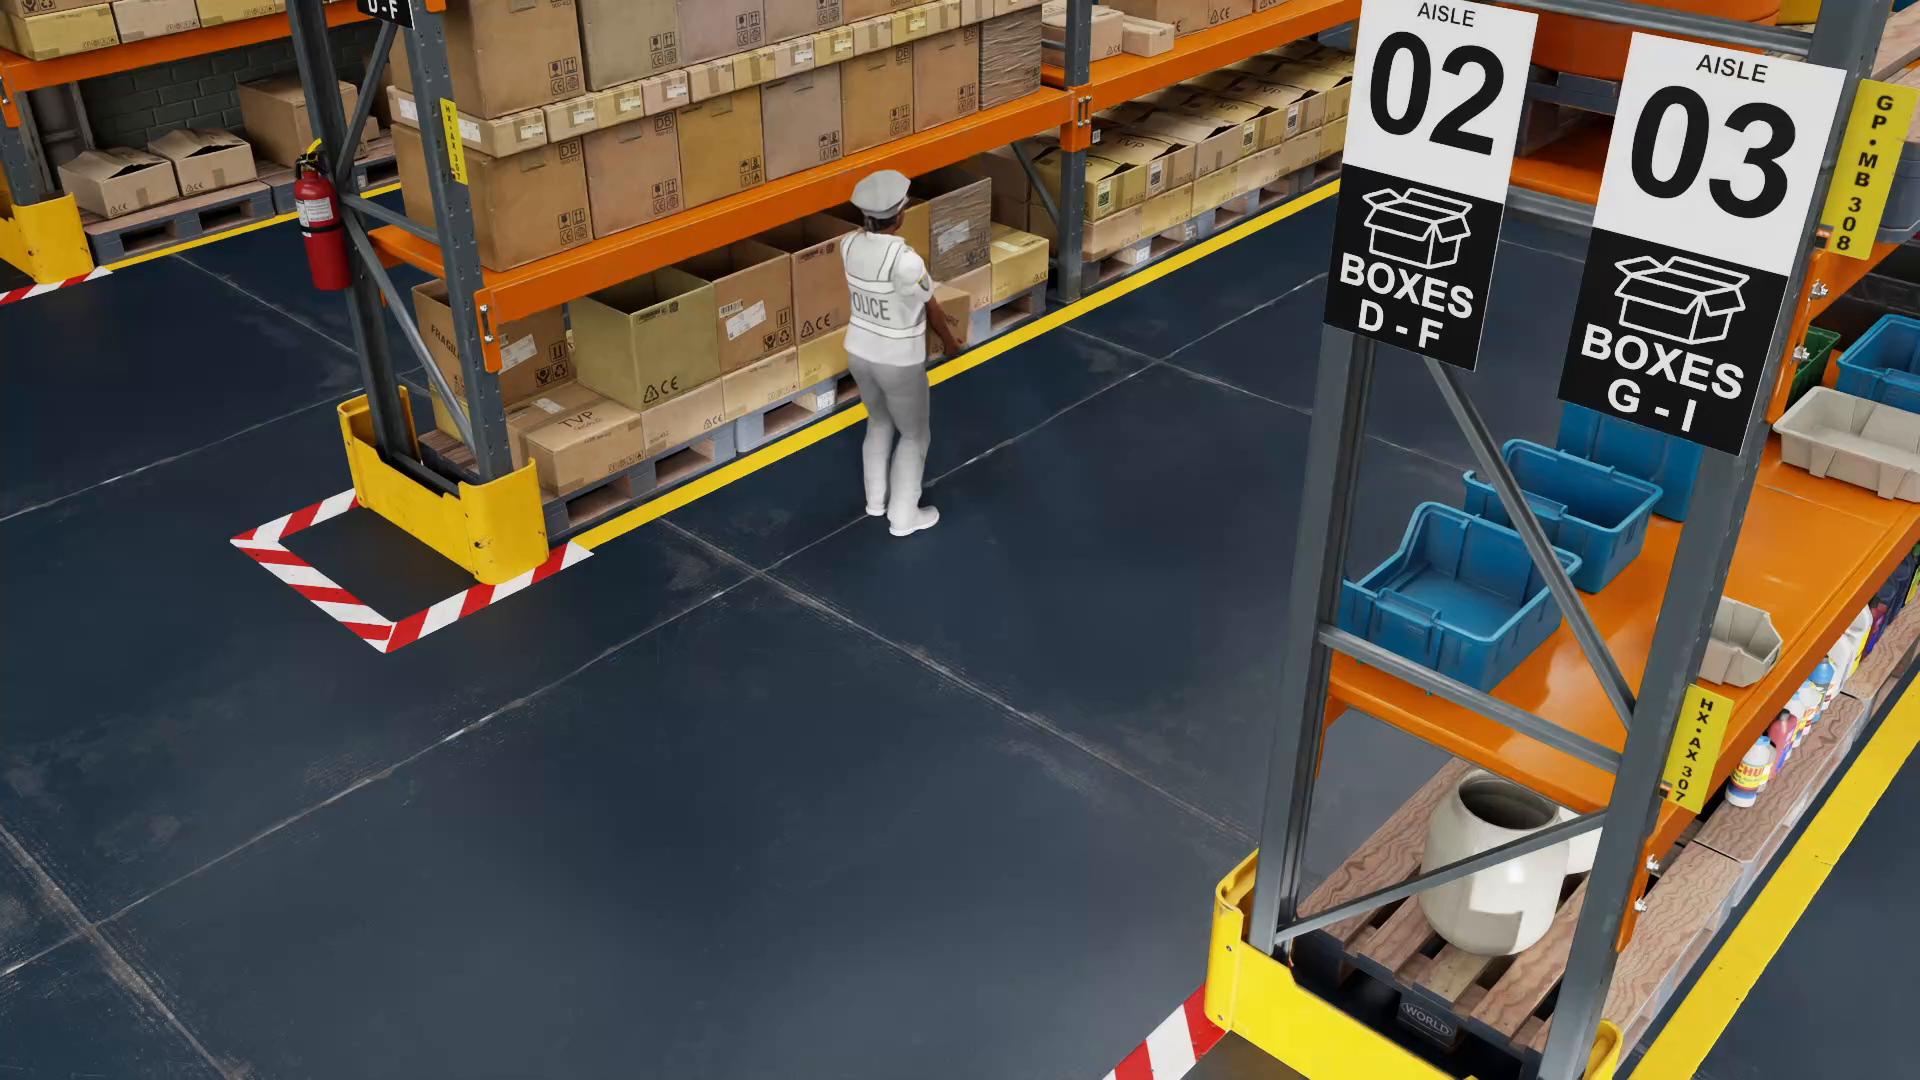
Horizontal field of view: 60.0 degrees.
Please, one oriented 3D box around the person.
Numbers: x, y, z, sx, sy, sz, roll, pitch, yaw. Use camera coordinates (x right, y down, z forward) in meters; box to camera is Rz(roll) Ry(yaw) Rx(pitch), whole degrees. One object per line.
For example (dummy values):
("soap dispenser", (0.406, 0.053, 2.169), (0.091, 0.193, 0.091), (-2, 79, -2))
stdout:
("person", (-0.269, -0.850, 7.506), (0.416, 1.688, 0.525), (25, 39, 34))
